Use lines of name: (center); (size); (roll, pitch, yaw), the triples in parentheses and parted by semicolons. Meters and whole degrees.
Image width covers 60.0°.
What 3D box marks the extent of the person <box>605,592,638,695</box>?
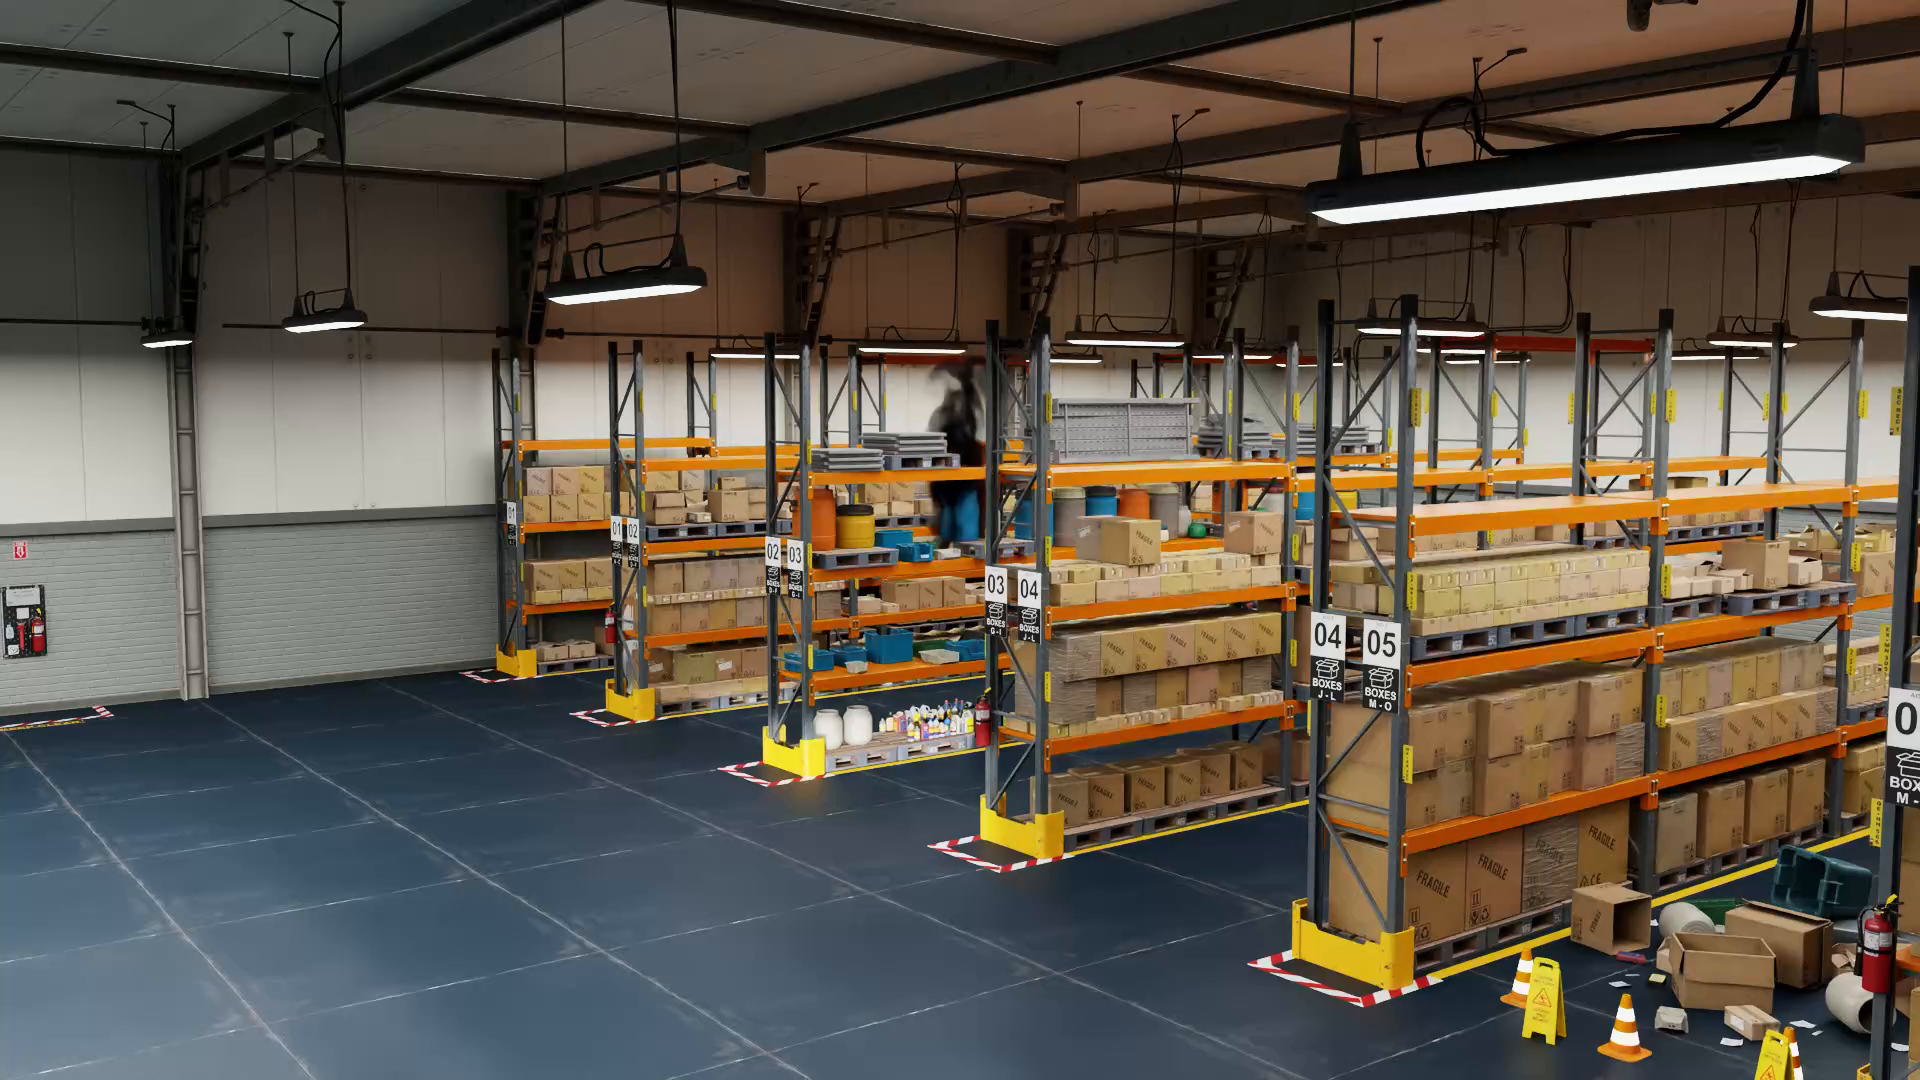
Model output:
person: (-5.772, 1.786, 28.576); (0.700, 1.785, 0.755); (3, 6, 27)
